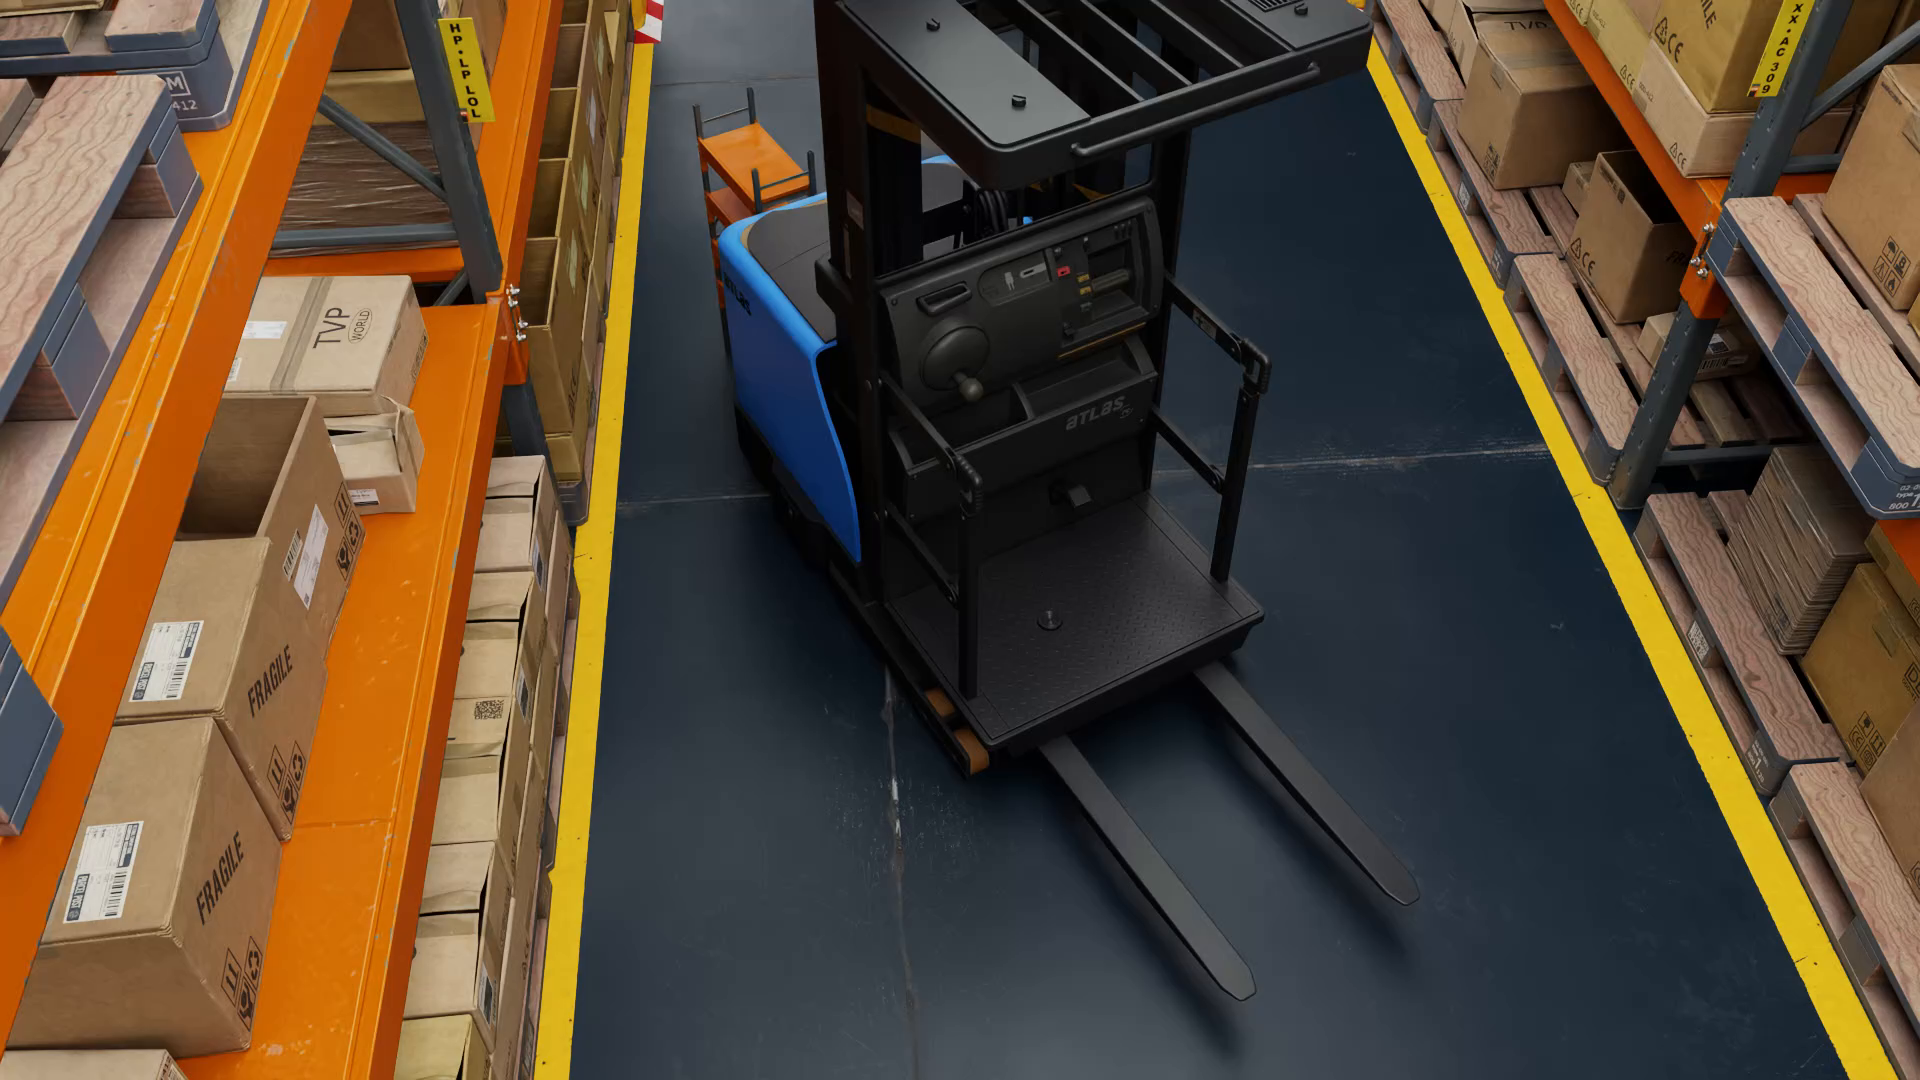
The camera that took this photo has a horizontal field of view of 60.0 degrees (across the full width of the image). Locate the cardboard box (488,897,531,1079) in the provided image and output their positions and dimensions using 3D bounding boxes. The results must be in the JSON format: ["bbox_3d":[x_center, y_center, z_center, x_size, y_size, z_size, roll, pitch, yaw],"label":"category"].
[{"bbox_3d":[-1.484,1.277,4.579,0.500,0.250,0.500,-3,47,-2],"label":"cardboard box"}]

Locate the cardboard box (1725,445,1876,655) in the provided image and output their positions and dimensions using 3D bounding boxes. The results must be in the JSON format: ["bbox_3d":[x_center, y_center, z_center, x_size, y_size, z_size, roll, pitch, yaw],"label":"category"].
[{"bbox_3d":[3.081,0.025,5.579,0.700,0.500,0.500,-2,47,-2],"label":"cardboard box"}]

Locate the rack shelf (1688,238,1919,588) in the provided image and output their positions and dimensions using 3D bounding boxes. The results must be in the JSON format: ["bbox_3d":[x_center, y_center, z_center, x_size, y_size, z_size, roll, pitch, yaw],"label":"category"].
[{"bbox_3d":[3.171,0.480,4.225,1.077,0.370,4.000,-3,47,-3],"label":"rack shelf"}]

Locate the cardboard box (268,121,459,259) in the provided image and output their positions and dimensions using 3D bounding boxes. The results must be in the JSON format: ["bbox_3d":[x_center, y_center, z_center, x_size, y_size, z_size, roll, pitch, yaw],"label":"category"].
[{"bbox_3d":[-1.976,-1.266,5.314,0.700,0.500,0.500,-5,47,-4],"label":"cardboard box"}]

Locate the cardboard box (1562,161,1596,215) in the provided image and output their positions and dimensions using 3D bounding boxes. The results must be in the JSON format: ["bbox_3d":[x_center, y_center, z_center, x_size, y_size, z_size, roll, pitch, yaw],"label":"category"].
[{"bbox_3d":[2.889,-1.544,7.307,0.380,0.149,0.250,-7,47,-6],"label":"cardboard box"}]

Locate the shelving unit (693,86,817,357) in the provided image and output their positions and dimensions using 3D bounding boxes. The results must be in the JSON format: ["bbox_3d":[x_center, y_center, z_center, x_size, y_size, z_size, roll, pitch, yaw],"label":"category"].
[{"bbox_3d":[-0.751,-1.078,6.445,0.258,1.200,0.503,-24,51,-21],"label":"shelving unit"}]

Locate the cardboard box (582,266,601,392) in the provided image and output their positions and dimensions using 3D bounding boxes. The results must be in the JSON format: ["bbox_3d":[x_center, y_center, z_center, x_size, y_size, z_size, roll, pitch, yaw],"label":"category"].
[{"bbox_3d":[-1.706,-0.826,6.571,0.500,0.250,0.500,-3,47,-3],"label":"cardboard box"}]

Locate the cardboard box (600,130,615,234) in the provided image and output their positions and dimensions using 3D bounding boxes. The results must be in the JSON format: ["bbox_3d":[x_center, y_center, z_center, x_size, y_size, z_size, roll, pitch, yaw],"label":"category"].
[{"bbox_3d":[-1.791,-1.549,7.256,0.500,0.250,0.500,-3,47,-3],"label":"cardboard box"}]

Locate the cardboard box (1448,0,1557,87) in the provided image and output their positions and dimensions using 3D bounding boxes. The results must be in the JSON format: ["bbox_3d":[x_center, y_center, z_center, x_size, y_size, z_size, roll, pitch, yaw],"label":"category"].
[{"bbox_3d":[2.684,-2.417,8.022,0.500,0.311,0.500,0,47,0],"label":"cardboard box"}]

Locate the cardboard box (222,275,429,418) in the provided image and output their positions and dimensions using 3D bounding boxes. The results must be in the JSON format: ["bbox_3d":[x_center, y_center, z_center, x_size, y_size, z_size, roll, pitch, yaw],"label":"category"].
[{"bbox_3d":[-1.848,-0.506,4.766,0.500,0.250,0.500,-1,47,-1],"label":"cardboard box"}]

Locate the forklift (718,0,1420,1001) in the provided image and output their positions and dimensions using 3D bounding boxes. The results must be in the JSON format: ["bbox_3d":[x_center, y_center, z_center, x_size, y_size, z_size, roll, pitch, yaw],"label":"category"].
[{"bbox_3d":[0.315,-0.618,4.817,1.130,2.935,3.031,-23,51,-20],"label":"forklift"}]

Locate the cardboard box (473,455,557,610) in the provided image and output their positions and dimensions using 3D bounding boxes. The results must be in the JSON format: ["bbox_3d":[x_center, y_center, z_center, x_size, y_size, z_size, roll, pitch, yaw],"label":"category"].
[{"bbox_3d":[-1.613,-0.027,5.428,0.500,0.311,0.500,-3,47,-3],"label":"cardboard box"}]

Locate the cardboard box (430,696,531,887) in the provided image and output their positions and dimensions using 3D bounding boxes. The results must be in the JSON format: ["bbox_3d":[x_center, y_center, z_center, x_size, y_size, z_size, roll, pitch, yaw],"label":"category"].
[{"bbox_3d":[-1.524,0.710,4.730,0.500,0.311,0.500,-4,47,-3],"label":"cardboard box"}]

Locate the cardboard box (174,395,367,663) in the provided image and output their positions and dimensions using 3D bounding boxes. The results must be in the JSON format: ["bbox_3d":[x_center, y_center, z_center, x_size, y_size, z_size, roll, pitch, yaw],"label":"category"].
[{"bbox_3d":[-1.841,-0.007,4.122,0.500,0.500,0.500,0,47,0],"label":"cardboard box"}]

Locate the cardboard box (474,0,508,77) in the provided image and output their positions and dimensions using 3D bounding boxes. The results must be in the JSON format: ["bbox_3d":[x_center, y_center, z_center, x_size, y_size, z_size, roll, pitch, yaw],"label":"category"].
[{"bbox_3d":[-2.065,-2.010,6.019,0.700,0.500,0.500,-3,47,-3],"label":"cardboard box"}]

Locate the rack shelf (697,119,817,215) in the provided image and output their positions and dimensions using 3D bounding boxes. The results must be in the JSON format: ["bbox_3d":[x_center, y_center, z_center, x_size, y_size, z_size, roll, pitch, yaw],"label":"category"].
[{"bbox_3d":[-0.751,-1.348,6.160,0.258,0.148,0.480,-24,51,-21],"label":"rack shelf"}]

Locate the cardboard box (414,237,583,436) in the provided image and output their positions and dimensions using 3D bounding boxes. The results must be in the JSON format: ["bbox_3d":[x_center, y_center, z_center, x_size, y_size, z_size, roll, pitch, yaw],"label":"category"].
[{"bbox_3d":[-1.660,-0.722,5.956,0.500,0.500,0.500,-3,47,-3],"label":"cardboard box"}]

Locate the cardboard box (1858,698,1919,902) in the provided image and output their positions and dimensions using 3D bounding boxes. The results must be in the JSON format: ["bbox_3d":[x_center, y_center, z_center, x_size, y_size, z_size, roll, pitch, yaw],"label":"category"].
[{"bbox_3d":[3.177,0.768,4.876,0.700,0.500,0.500,-3,47,-3],"label":"cardboard box"}]

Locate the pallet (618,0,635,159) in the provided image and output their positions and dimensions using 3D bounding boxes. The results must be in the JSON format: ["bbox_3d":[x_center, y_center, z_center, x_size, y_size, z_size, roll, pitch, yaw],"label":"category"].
[{"bbox_3d":[-2.162,-2.295,8.278,1.003,0.211,1.213,-3,47,-3],"label":"pallet"}]

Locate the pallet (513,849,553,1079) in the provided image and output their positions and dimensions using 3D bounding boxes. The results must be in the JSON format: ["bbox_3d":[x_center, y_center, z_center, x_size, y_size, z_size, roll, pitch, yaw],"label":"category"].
[{"bbox_3d":[-1.727,1.463,4.719,1.003,0.211,1.213,-3,47,-3],"label":"pallet"}]

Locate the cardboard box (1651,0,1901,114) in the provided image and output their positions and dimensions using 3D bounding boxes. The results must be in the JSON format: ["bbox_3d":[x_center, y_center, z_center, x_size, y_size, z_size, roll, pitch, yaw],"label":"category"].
[{"bbox_3d":[2.655,-1.751,5.415,0.500,0.500,0.500,-4,47,-3],"label":"cardboard box"}]

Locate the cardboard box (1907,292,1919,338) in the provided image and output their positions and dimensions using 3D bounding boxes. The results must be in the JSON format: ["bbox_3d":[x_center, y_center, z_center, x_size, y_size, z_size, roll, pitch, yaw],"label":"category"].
[{"bbox_3d":[3.051,-0.625,4.404,0.700,0.500,0.500,1,47,1],"label":"cardboard box"}]

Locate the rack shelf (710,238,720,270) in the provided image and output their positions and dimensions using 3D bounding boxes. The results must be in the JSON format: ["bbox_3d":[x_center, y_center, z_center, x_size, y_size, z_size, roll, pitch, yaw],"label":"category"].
[{"bbox_3d":[-0.751,-1.032,6.494,0.258,0.148,0.480,-24,51,-21],"label":"rack shelf"}]

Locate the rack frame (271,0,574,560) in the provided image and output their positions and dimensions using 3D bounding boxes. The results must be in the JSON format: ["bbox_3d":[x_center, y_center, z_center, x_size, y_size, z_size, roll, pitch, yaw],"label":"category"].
[{"bbox_3d":[-1.933,-0.911,5.047,1.000,3.000,0.127,-3,47,-3],"label":"rack frame"}]

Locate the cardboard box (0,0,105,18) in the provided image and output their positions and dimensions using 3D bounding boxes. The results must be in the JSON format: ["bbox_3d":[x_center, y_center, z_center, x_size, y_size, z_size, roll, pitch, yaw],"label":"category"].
[{"bbox_3d":[-1.842,-1.192,3.061,0.500,0.250,0.500,-8,47,-7],"label":"cardboard box"}]

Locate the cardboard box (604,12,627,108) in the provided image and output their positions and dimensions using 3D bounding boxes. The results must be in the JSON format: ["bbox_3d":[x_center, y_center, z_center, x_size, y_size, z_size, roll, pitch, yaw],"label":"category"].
[{"bbox_3d":[-1.875,-2.273,7.941,0.500,0.250,0.500,-3,47,-3],"label":"cardboard box"}]

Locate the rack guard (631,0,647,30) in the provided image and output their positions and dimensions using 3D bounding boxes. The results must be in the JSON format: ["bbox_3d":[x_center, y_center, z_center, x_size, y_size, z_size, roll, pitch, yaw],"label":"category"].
[{"bbox_3d":[-2.270,-2.963,8.712,1.175,0.500,0.348,-3,47,-3],"label":"rack guard"}]

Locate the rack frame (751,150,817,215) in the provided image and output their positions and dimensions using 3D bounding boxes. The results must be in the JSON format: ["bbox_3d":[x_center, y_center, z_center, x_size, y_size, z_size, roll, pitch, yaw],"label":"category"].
[{"bbox_3d":[-0.625,-0.926,6.301,0.240,1.200,0.015,-24,51,-21],"label":"rack frame"}]

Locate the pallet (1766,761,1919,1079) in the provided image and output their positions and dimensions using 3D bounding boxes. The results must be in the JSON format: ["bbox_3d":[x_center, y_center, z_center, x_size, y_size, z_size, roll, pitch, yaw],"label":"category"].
[{"bbox_3d":[3.175,1.192,4.976,1.003,0.211,1.213,-3,47,-3],"label":"pallet"}]

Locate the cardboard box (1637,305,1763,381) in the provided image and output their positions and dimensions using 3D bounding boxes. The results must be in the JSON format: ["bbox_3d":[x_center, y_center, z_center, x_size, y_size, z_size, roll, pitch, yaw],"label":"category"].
[{"bbox_3d":[2.928,-0.777,6.568,0.380,0.166,0.250,-9,47,-8],"label":"cardboard box"}]

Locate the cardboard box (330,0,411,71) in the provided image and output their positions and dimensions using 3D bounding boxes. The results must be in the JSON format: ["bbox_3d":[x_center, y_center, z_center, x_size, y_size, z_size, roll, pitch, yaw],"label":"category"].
[{"bbox_3d":[-1.976,-1.712,4.843,0.700,0.500,0.500,-3,47,-3],"label":"cardboard box"}]

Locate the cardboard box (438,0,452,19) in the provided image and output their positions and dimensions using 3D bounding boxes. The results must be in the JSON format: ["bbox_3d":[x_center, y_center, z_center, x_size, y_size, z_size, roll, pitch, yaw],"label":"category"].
[{"bbox_3d":[-1.784,-1.556,5.142,0.380,0.149,0.250,-3,47,-3],"label":"cardboard box"}]

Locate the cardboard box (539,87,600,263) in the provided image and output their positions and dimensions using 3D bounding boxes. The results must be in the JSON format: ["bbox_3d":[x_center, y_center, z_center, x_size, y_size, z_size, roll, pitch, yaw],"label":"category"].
[{"bbox_3d":[-1.744,-1.446,6.641,0.500,0.500,0.500,-3,47,-3],"label":"cardboard box"}]

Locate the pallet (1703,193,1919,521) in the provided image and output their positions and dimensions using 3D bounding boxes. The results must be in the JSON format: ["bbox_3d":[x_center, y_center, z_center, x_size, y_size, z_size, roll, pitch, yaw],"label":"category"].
[{"bbox_3d":[2.922,-0.587,4.872,1.003,0.211,1.213,-3,47,-3],"label":"pallet"}]

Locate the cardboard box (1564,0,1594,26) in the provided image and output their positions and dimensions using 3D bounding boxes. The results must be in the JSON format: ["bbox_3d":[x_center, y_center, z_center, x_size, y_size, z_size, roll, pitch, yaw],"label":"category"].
[{"bbox_3d":[2.570,-2.218,6.374,0.500,0.250,0.500,-4,47,-4],"label":"cardboard box"}]

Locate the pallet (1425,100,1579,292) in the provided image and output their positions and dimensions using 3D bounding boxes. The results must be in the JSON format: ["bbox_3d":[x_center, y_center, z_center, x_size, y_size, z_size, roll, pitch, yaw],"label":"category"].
[{"bbox_3d":[2.806,-1.624,7.643,1.003,0.211,1.213,-3,47,-3],"label":"pallet"}]

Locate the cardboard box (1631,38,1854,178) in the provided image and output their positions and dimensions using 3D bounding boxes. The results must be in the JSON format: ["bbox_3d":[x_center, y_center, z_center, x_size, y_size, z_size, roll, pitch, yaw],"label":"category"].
[{"bbox_3d":[2.661,-1.494,5.689,0.500,0.250,0.500,-3,47,-3],"label":"cardboard box"}]

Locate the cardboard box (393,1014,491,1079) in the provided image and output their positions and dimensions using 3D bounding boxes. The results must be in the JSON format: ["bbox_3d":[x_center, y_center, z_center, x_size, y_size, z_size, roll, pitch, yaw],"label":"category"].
[{"bbox_3d":[-1.442,1.446,4.033,0.500,0.311,0.500,-5,47,-4],"label":"cardboard box"}]

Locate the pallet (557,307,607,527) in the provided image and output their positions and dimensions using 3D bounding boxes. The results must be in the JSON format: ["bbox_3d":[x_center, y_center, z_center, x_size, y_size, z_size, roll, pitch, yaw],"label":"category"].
[{"bbox_3d":[-1.958,-0.530,6.606,1.003,0.211,1.213,-3,47,-3],"label":"pallet"}]

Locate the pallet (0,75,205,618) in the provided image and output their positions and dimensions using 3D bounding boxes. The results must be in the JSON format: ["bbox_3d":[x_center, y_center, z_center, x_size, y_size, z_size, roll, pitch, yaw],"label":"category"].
[{"bbox_3d":[-1.840,-0.278,2.511,1.003,0.211,1.213,-2,47,-1],"label":"pallet"}]

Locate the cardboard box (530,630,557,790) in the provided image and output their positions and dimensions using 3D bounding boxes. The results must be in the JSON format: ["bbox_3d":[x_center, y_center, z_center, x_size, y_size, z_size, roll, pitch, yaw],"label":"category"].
[{"bbox_3d":[-1.569,0.539,5.278,0.500,0.250,0.500,-4,47,-4],"label":"cardboard box"}]

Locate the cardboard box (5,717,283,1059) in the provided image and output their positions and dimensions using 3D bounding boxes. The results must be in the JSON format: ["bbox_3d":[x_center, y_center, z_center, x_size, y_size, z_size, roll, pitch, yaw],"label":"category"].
[{"bbox_3d":[-1.755,0.736,3.418,0.500,0.500,0.500,-6,47,-5],"label":"cardboard box"}]

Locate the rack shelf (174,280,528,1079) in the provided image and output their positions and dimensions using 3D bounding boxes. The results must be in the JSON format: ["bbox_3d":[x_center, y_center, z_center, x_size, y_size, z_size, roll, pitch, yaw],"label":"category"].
[{"bbox_3d":[-1.765,0.784,3.937,1.077,0.370,4.000,-3,47,-3],"label":"rack shelf"}]

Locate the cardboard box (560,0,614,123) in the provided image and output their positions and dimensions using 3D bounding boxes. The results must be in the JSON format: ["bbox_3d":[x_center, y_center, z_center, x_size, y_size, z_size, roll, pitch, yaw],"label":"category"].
[{"bbox_3d":[-1.828,-2.169,7.326,0.500,0.500,0.500,-3,47,-3],"label":"cardboard box"}]

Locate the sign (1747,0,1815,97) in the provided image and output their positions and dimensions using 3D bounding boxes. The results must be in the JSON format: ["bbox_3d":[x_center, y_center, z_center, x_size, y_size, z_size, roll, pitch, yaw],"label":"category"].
[{"bbox_3d":[2.463,-1.474,4.984,0.100,0.325,0.005,-3,47,-3],"label":"sign"}]
